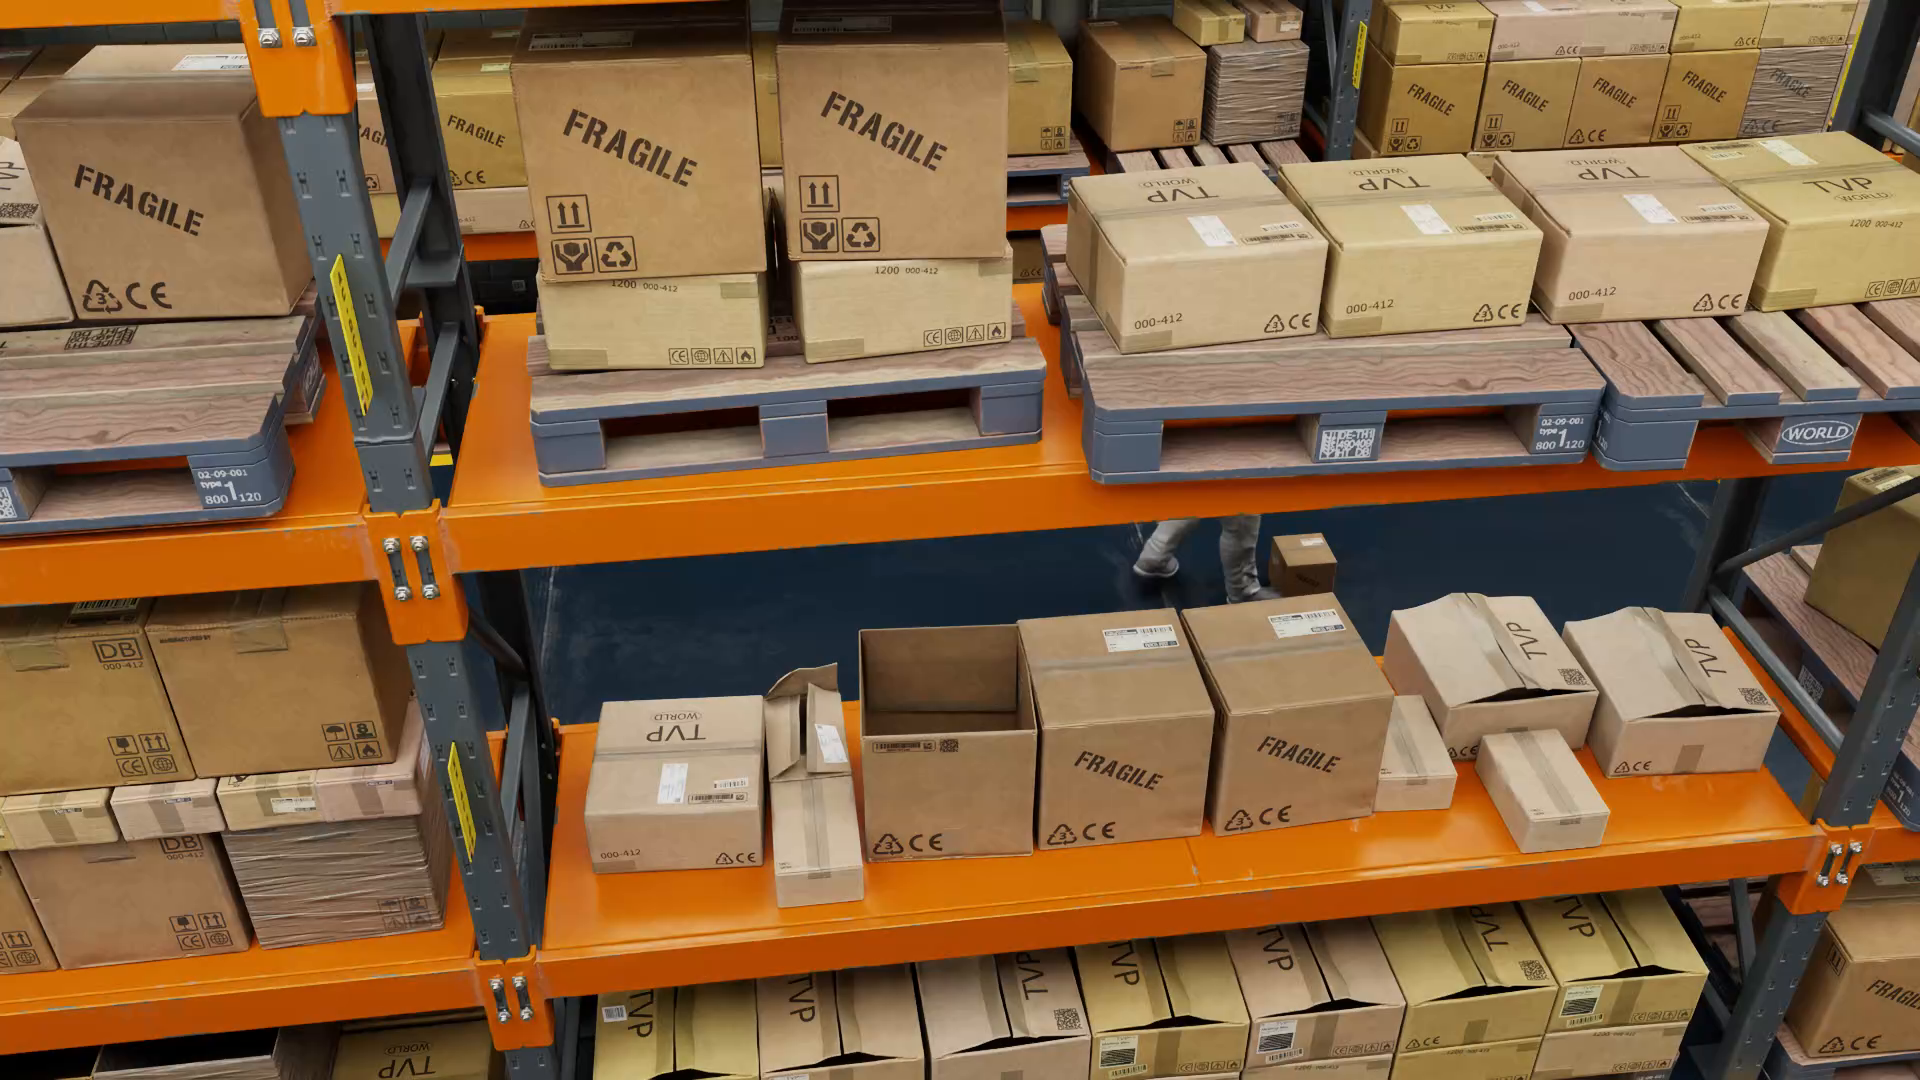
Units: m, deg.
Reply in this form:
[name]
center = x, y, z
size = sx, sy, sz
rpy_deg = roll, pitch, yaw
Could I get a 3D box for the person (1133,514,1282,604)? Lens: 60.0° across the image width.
[person]
center = 1.227, -0.400, 7.700
size = 0.714, 1.646, 0.509
rpy_deg = -8, 36, -11
